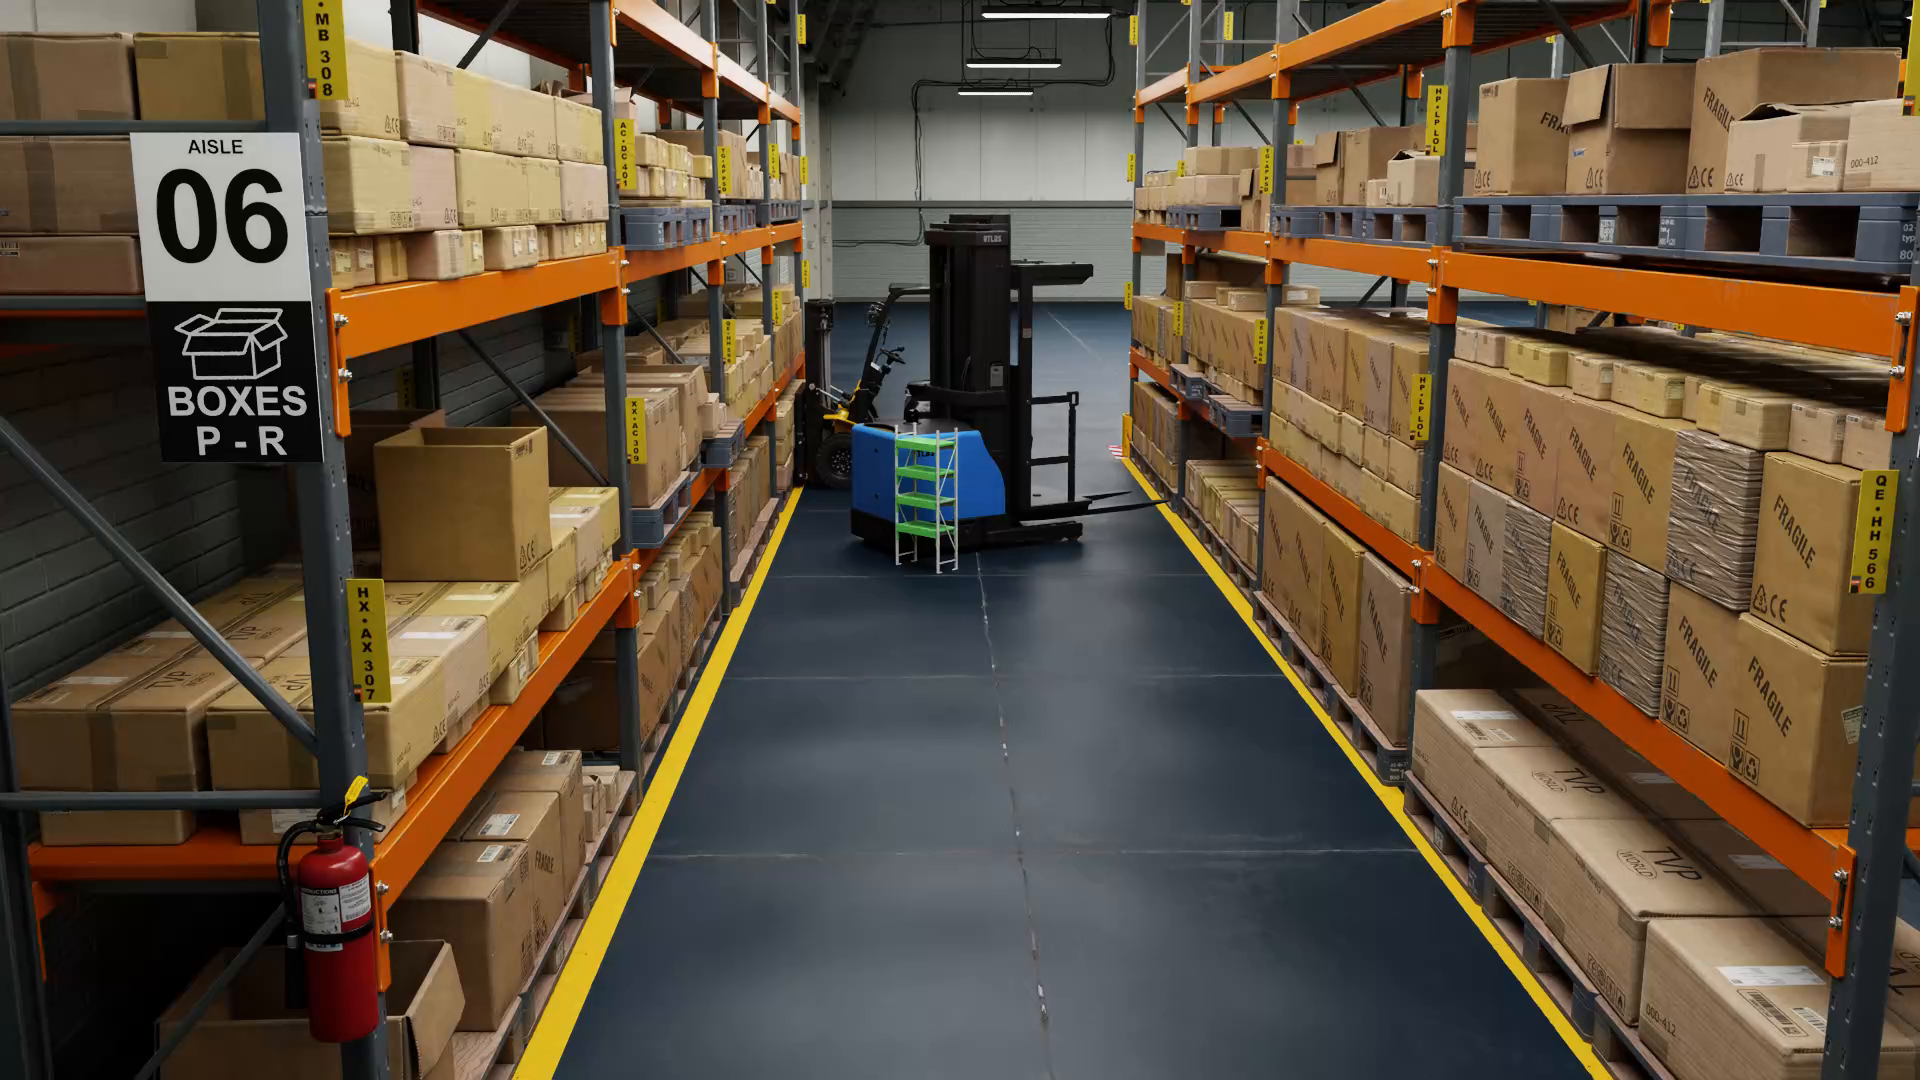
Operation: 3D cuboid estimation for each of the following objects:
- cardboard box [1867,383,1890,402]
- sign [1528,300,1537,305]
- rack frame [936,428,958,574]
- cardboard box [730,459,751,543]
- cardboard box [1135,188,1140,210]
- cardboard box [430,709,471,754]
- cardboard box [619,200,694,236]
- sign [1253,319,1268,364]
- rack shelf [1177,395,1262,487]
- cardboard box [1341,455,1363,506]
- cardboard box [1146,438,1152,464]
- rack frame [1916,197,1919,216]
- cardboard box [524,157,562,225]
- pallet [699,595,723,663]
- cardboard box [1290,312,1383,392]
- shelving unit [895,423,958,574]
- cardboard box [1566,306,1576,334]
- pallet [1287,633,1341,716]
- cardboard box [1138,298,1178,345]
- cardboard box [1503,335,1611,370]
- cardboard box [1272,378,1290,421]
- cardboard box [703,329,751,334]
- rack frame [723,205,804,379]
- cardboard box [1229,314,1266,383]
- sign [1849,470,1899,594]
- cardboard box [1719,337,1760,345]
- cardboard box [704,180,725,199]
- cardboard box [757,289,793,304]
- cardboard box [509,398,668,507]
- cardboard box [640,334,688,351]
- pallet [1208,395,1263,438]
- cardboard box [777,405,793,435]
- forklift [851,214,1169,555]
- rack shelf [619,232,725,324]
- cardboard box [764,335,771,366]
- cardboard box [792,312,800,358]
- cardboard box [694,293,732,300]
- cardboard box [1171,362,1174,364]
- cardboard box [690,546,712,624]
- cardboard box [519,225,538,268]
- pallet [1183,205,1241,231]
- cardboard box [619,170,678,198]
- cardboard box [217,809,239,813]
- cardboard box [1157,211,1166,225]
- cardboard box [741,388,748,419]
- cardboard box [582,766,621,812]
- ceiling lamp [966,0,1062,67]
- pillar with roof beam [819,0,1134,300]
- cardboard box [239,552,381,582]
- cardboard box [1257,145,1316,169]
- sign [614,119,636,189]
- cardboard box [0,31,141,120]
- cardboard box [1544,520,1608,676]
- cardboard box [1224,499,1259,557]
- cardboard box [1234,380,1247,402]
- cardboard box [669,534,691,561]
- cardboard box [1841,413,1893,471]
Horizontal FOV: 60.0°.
[{"bbox_3d":[3.185,-0.420,5.379,0.380,0.149,0.250,-1,11,-3],"label":"cardboard box"},{"bbox_3d":[6.967,-3.018,20.207,0.100,0.325,0.005,0,11,-1],"label":"sign"},{"bbox_3d":[-0.107,-0.325,13.833,0.015,1.200,0.240,11,16,43],"label":"rack frame"},{"bbox_3d":[-2.256,-0.334,14.270,0.875,0.625,0.625,-1,11,-4],"label":"cardboard box"},{"bbox_3d":[2.320,-3.957,19.296,0.500,0.250,0.500,0,11,-2],"label":"cardboard box"},{"bbox_3d":[-1.825,0.589,5.432,0.380,0.149,0.250,0,11,1],"label":"cardboard box"},{"bbox_3d":[-1.947,-2.001,10.400,0.500,0.250,0.500,0,11,-1],"label":"cardboard box"},{"bbox_3d":[2.198,-1.450,12.141,0.100,0.325,0.005,0,11,-1],"label":"sign"},{"bbox_3d":[2.700,-0.971,14.300,1.077,0.370,4.000,0,11,-1],"label":"rack shelf"},{"bbox_3d":[2.561,-0.347,9.792,0.500,0.250,0.500,-1,11,-3],"label":"cardboard box"},{"bbox_3d":[2.343,-1.003,18.508,0.500,0.250,0.500,1,11,3],"label":"cardboard box"},{"bbox_3d":[2.906,-2.276,3.833,1.000,3.000,0.127,0,11,-1],"label":"rack frame"},{"bbox_3d":[-1.858,-1.352,6.453,0.500,0.250,0.500,0,11,0],"label":"cardboard box"},{"bbox_3d":[-2.244,0.611,11.709,1.003,0.211,1.213,0,11,-1],"label":"pallet"},{"bbox_3d":[2.526,-1.267,11.185,0.500,0.500,0.500,0,11,-1],"label":"cardboard box"},{"bbox_3d":[-0.284,-0.358,13.998,0.503,1.200,0.258,11,16,43],"label":"shelving unit"},{"bbox_3d":[7.609,-2.447,19.390,0.875,0.550,0.550,0,11,-1],"label":"cardboard box"},{"bbox_3d":[2.704,0.840,10.579,1.003,0.211,1.213,0,11,-1],"label":"pallet"},{"bbox_3d":[2.322,-2.512,19.090,0.500,0.500,0.500,0,11,1],"label":"cardboard box"},{"bbox_3d":[2.639,-0.822,7.360,0.380,0.149,0.250,0,11,-2],"label":"cardboard box"},{"bbox_3d":[2.504,-0.995,11.732,0.500,0.250,0.500,0,11,-2],"label":"cardboard box"},{"bbox_3d":[-2.019,-1.746,14.428,0.380,0.149,0.250,0,11,-1],"label":"cardboard box"},{"bbox_3d":[-2.387,-2.495,20.003,1.000,3.000,0.127,0,11,-1],"label":"rack frame"},{"bbox_3d":[2.432,-1.518,13.133,0.500,0.500,0.500,0,11,-2],"label":"cardboard box"},{"bbox_3d":[2.363,-0.019,4.294,0.100,0.325,0.005,0,11,-1],"label":"sign"},{"bbox_3d":[7.358,-1.604,15.362,0.500,0.500,0.500,0,11,-1],"label":"cardboard box"},{"bbox_3d":[-1.925,-2.585,12.185,0.380,0.166,0.250,0,11,-1],"label":"cardboard box"},{"bbox_3d":[-2.042,-2.684,18.304,0.380,0.149,0.250,0,11,0],"label":"cardboard box"},{"bbox_3d":[-1.925,-0.461,8.672,0.700,0.500,0.500,0,11,0],"label":"cardboard box"},{"bbox_3d":[-2.482,-1.640,13.908,0.380,0.149,0.250,0,11,0],"label":"cardboard box"},{"bbox_3d":[2.620,-0.973,12.984,1.213,0.211,1.003,0,11,-1],"label":"pallet"},{"bbox_3d":[-2.001,-1.247,17.197,0.500,0.250,0.500,0,11,-1],"label":"cardboard box"},{"bbox_3d":[0.538,-1.499,15.266,3.031,2.935,1.130,-7,13,-30],"label":"forklift"},{"bbox_3d":[-2.180,-1.624,9.978,1.077,0.370,4.000,0,11,-1],"label":"rack shelf"},{"bbox_3d":[-2.039,-1.775,15.573,0.500,0.250,0.500,0,11,-2],"label":"cardboard box"},{"bbox_3d":[-2.113,-2.344,19.008,0.500,0.500,0.500,0,11,1],"label":"cardboard box"},{"bbox_3d":[-2.607,-2.529,17.542,0.380,0.149,0.250,0,11,-2],"label":"cardboard box"},{"bbox_3d":[2.335,-1.710,16.766,0.380,0.149,0.250,0,11,0],"label":"cardboard box"},{"bbox_3d":[-1.998,0.297,11.471,0.500,0.500,0.500,0,11,-2],"label":"cardboard box"},{"bbox_3d":[-1.775,-1.080,6.118,0.380,0.149,0.250,0,11,0],"label":"cardboard box"},{"bbox_3d":[2.589,-2.770,14.285,1.213,0.211,1.003,0,11,-1],"label":"pallet"},{"bbox_3d":[-1.771,-1.975,9.222,0.380,0.149,0.250,0,11,-2],"label":"cardboard box"},{"bbox_3d":[-2.275,0.693,4.920,0.380,0.149,0.250,0,11,1],"label":"cardboard box"},{"bbox_3d":[2.334,-3.487,17.979,0.380,0.149,0.250,-1,11,-3],"label":"cardboard box"},{"bbox_3d":[-2.010,-1.123,13.616,0.500,0.250,0.500,-1,11,-3],"label":"cardboard box"},{"bbox_3d":[-1.834,1.191,7.947,0.380,0.149,0.250,-1,11,-3],"label":"cardboard box"},{"bbox_3d":[1.123,-11.557,34.904,2.000,3.185,0.800,0,11,-1],"label":"ceiling lamp"},{"bbox_3d":[0.410,-11.274,48.188,9.100,9.000,0.548,0,11,-1],"label":"pillar with roof beam"},{"bbox_3d":[-2.357,0.218,6.259,0.500,0.250,0.500,0,11,-1],"label":"cardboard box"},{"bbox_3d":[2.841,-3.251,14.248,0.500,0.250,0.500,0,11,0],"label":"cardboard box"},{"bbox_3d":[-1.597,-1.837,7.914,0.100,0.325,0.005,0,11,-1],"label":"sign"},{"bbox_3d":[-2.345,-1.189,4.393,0.500,0.250,0.500,-1,11,-3],"label":"cardboard box"},{"bbox_3d":[2.592,0.216,6.389,0.500,0.500,0.500,0,11,1],"label":"cardboard box"},{"bbox_3d":[2.716,-0.103,13.765,0.950,0.372,0.625,0,11,-2],"label":"cardboard box"},{"bbox_3d":[2.371,-1.175,13.075,0.380,0.149,0.250,0,11,-2],"label":"cardboard box"},{"bbox_3d":[-2.000,0.053,11.042,0.380,0.149,0.250,0,11,1],"label":"cardboard box"},{"bbox_3d":[2.699,-0.263,4.604,0.380,0.149,0.250,0,11,0],"label":"cardboard box"}]
